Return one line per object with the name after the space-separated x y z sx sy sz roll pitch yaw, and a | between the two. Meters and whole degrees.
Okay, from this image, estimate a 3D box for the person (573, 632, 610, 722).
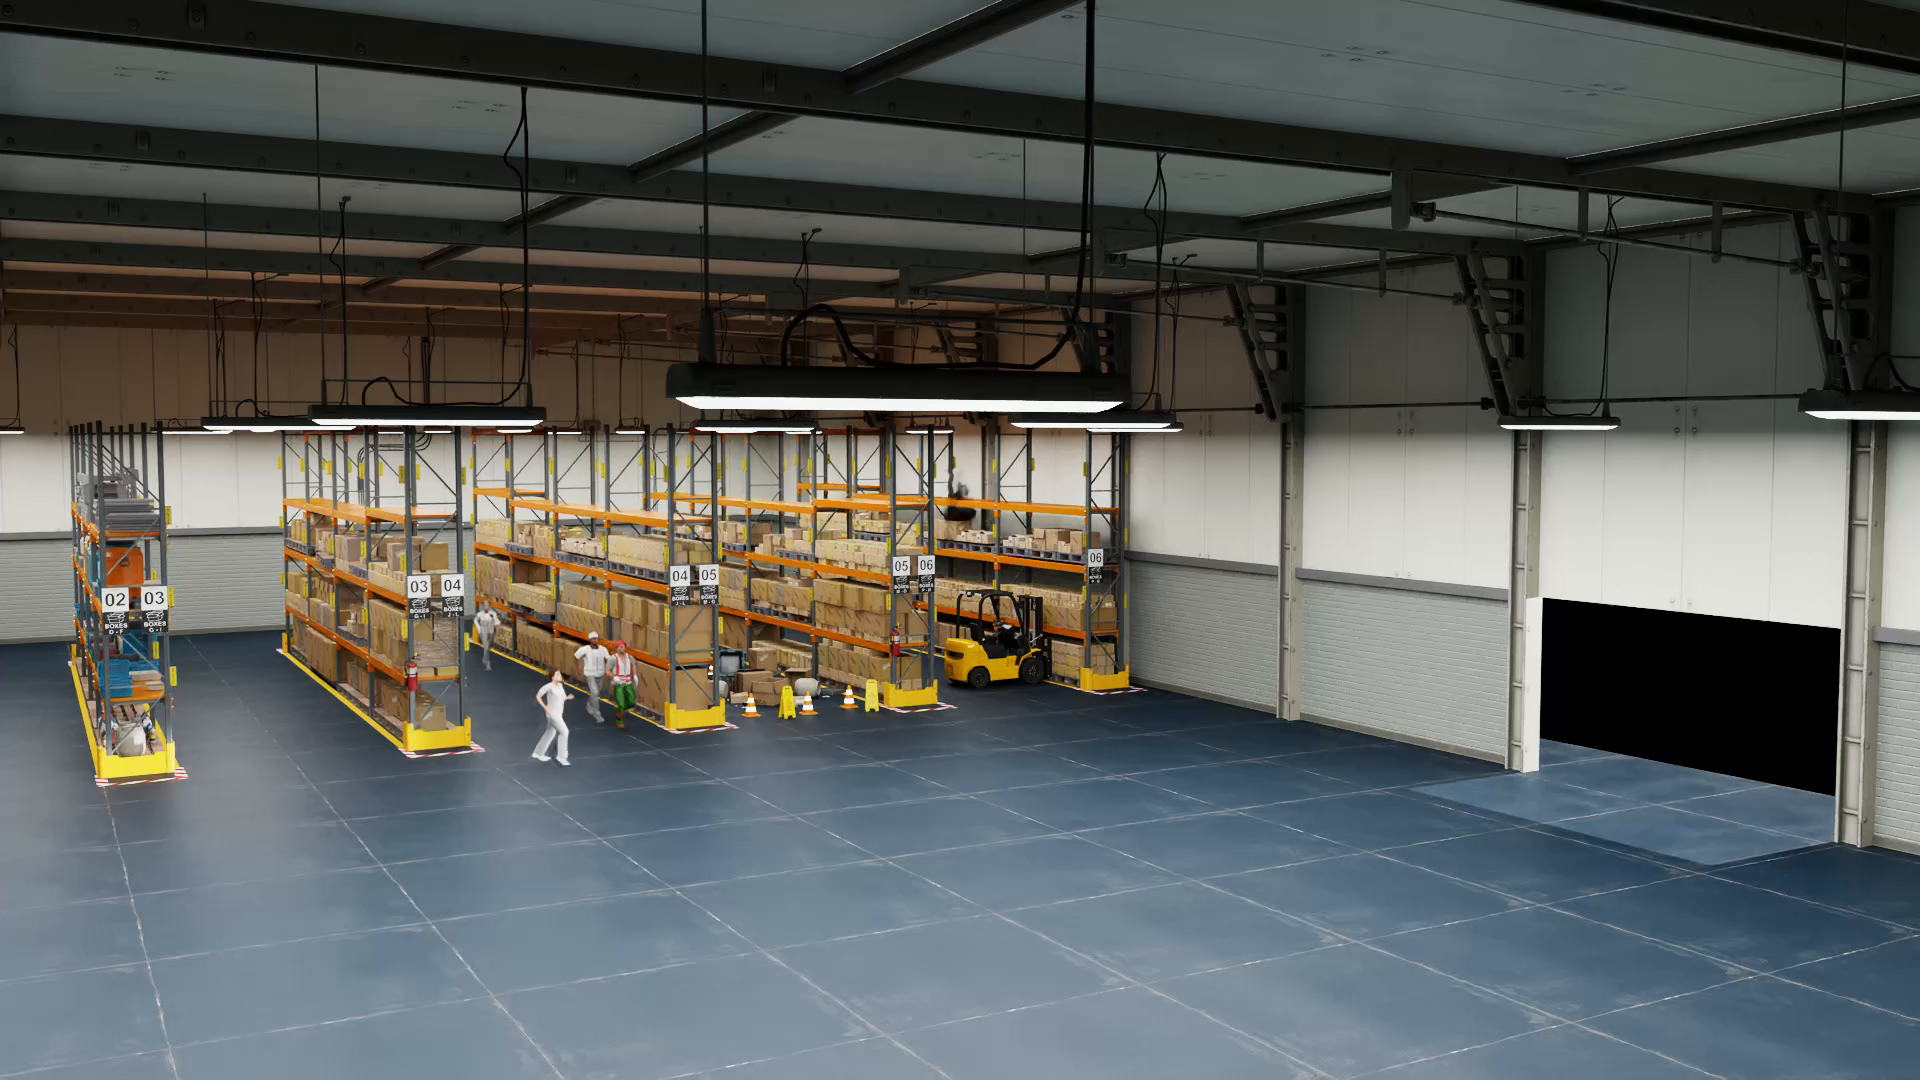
-7.373 2.735 33.577 0.694 1.767 0.948 -3 5 -41 | person

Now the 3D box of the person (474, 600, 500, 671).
-11.672 2.337 41.115 0.596 1.723 0.866 -2 4 -27 | person

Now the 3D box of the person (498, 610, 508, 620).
-13.152 1.887 48.374 0.573 1.728 0.672 -2 4 -30 | person

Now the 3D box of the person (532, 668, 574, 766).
-7.123 3.100 29.114 0.761 1.731 0.539 1 4 9 | person

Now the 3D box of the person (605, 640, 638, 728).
-6.629 2.825 32.677 0.708 1.735 0.621 -3 5 -39 | person
